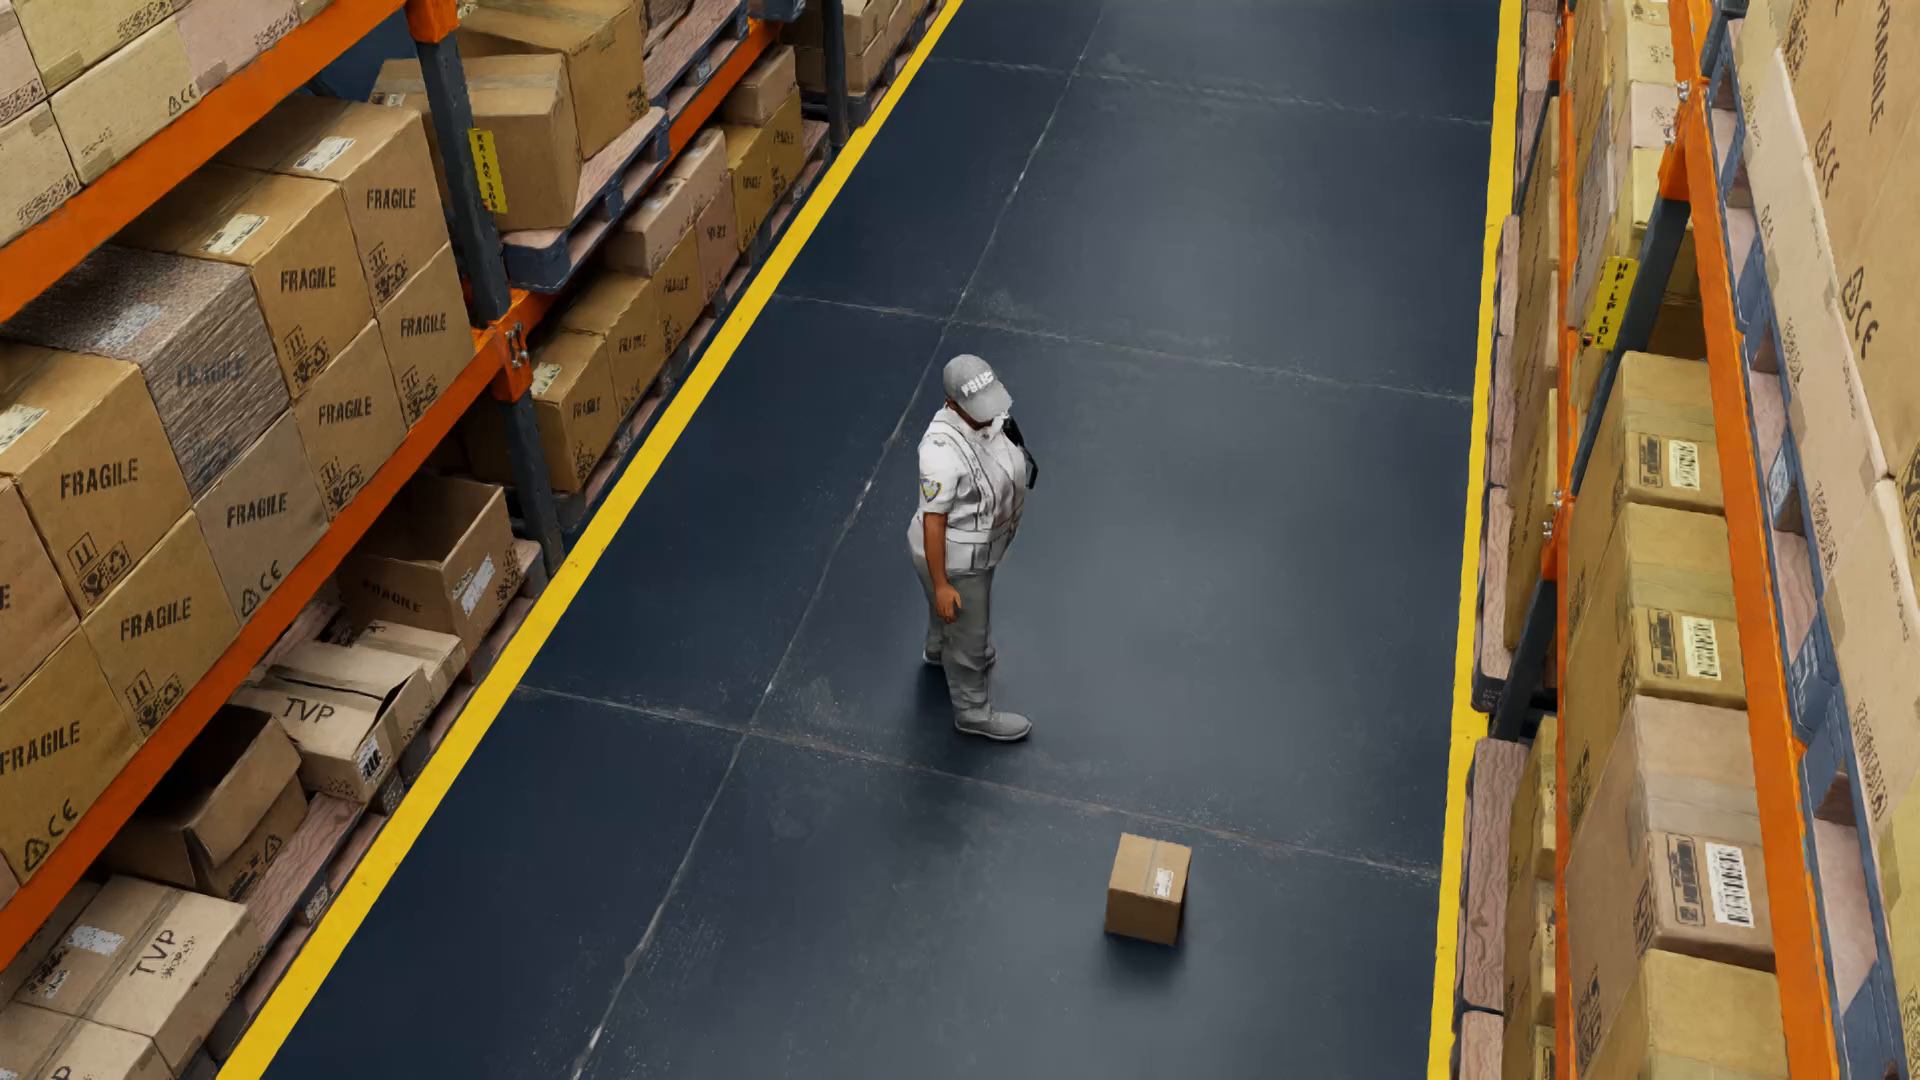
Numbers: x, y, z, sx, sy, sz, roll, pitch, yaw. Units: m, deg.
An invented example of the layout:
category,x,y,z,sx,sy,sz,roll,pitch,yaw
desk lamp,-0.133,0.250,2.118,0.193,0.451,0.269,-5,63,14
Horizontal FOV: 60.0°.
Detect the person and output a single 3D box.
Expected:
category,x,y,z,sx,sy,sz,roll,pitch,yaw
person,0.046,0.027,6.108,0.559,1.655,0.600,17,44,18
